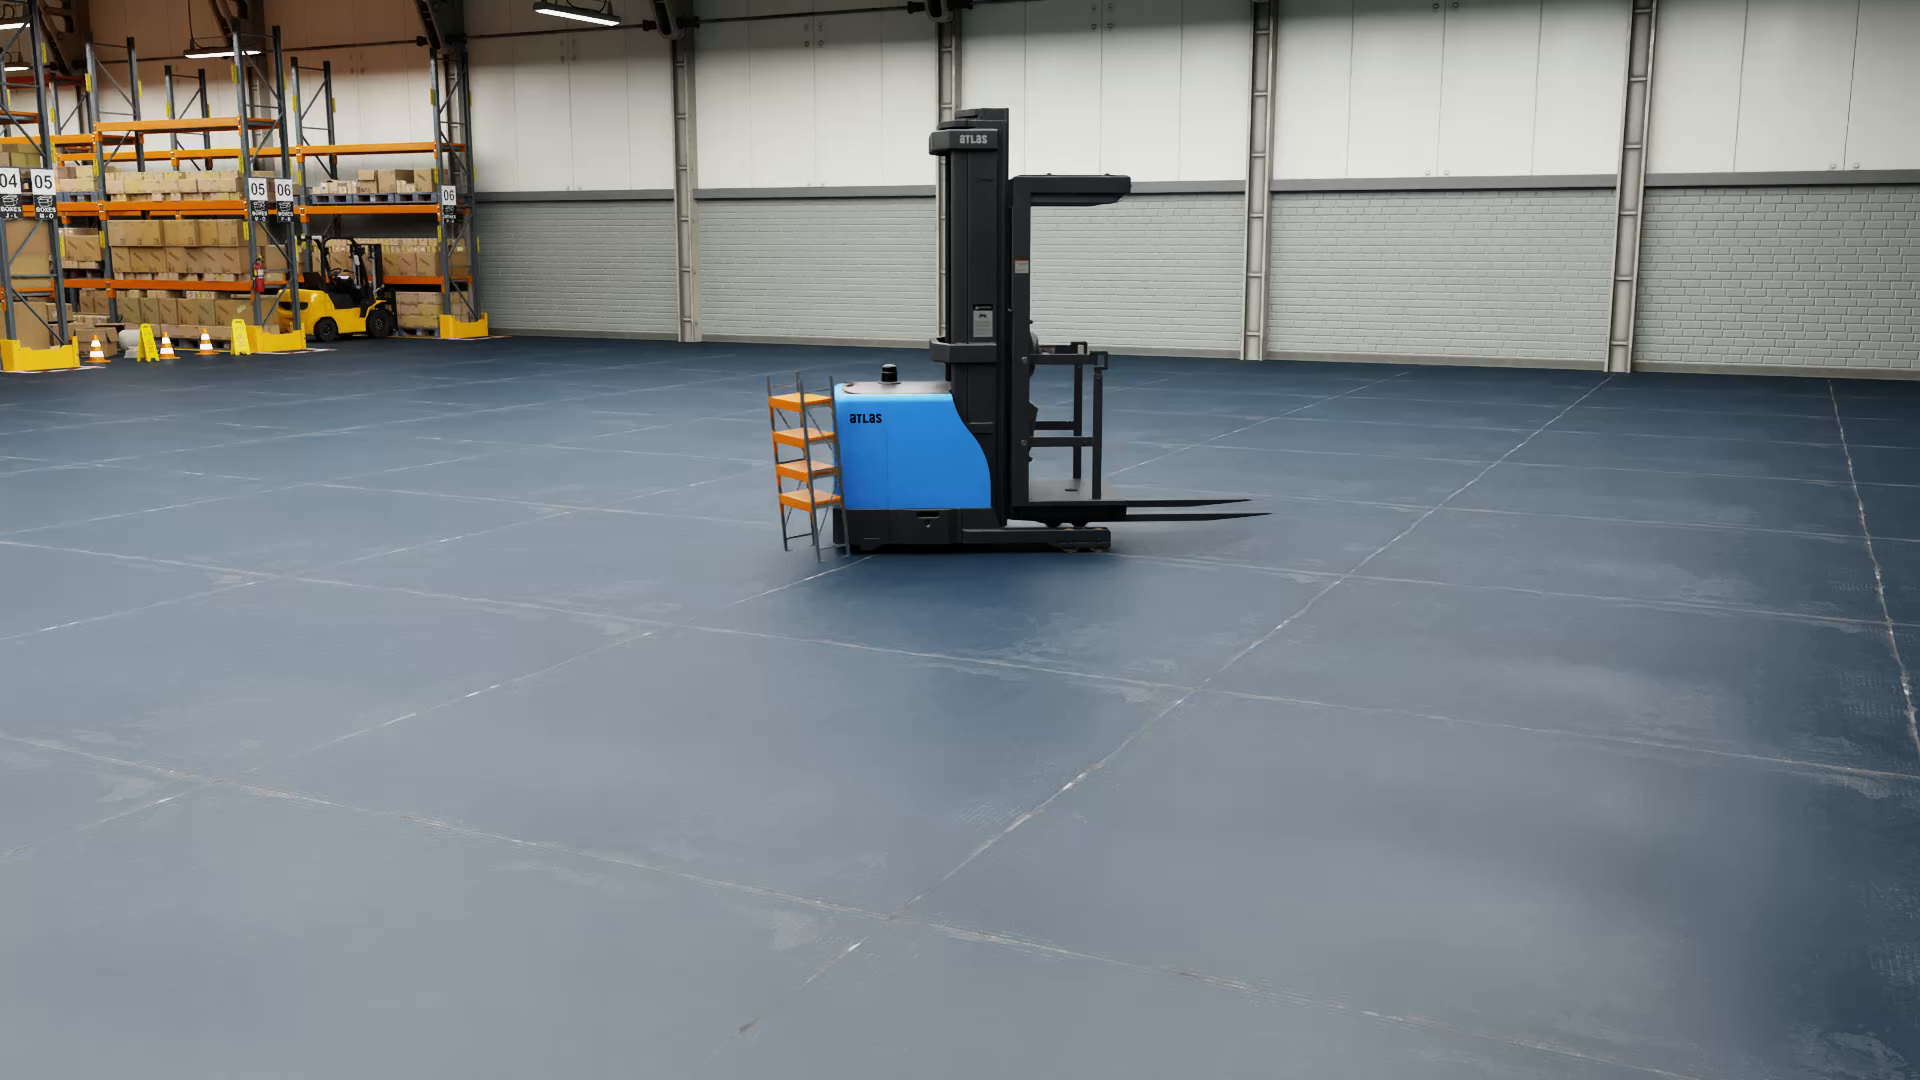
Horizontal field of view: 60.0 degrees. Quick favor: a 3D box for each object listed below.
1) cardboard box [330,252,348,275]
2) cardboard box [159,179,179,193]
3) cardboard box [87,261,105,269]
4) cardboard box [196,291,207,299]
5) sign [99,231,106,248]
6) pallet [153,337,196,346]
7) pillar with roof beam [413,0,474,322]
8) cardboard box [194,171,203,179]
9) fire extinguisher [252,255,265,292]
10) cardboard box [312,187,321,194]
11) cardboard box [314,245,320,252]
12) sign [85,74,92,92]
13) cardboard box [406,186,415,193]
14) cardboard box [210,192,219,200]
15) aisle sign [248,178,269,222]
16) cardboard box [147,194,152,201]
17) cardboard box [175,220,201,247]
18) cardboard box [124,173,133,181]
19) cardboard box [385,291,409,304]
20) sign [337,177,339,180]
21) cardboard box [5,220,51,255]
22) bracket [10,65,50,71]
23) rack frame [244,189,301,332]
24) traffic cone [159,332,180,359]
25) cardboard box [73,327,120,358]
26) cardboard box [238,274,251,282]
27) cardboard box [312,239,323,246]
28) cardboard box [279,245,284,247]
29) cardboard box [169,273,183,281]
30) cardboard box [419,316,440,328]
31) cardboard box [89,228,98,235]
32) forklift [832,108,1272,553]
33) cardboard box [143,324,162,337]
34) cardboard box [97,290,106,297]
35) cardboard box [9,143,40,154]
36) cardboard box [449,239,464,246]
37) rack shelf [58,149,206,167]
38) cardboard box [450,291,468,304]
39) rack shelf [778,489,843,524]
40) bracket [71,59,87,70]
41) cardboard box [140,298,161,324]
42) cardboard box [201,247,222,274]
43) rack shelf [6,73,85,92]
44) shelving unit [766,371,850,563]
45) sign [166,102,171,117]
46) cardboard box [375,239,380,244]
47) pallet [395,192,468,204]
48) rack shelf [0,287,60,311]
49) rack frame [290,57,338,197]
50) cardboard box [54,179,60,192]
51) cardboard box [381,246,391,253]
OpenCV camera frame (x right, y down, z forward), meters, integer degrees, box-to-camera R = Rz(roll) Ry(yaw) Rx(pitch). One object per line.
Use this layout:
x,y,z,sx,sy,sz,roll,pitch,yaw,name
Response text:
-13.577,-6.121,36.846,0.500,0.500,0.500,5,12,27,cardboard box
-14.890,-6.744,31.731,0.500,0.250,0.500,5,11,26,cardboard box
-17.110,-5.473,33.074,0.250,0.149,0.380,5,11,27,cardboard box
-14.356,-4.680,31.781,0.250,0.149,0.380,5,12,27,cardboard box
-16.769,-5.874,32.514,0.005,0.325,0.100,5,11,26,sign
-15.909,-3.974,33.096,1.213,0.211,1.003,5,11,26,pallet
-12.877,-8.335,32.514,0.548,9.000,9.100,5,11,26,pillar with roof beam
-14.246,-6.895,31.448,0.250,0.149,0.380,5,11,26,cardboard box
-13.041,-4.958,30.917,0.183,0.674,0.296,5,11,26,fire extinguisher
-14.066,-7.711,36.736,0.250,0.149,0.380,5,12,27,cardboard box
-14.164,-6.488,37.053,0.250,0.149,0.380,5,11,25,cardboard box
-16.767,-8.794,31.985,0.005,0.325,0.100,5,11,26,sign
-11.624,-7.496,35.550,0.250,0.149,0.380,5,11,24,cardboard box
-13.844,-6.455,31.256,0.250,0.149,0.380,5,12,28,cardboard box
-13.012,-6.306,30.852,0.004,0.787,0.394,5,11,26,aisle sign
-15.433,-6.602,32.068,0.250,0.149,0.380,5,11,24,cardboard box
-14.448,-5.836,31.630,0.500,0.500,0.700,5,11,25,cardboard box
-15.910,-7.023,32.157,0.250,0.149,0.380,5,11,24,cardboard box
-12.215,-5.281,36.220,0.500,0.250,0.500,5,11,27,cardboard box
-14.090,-8.045,37.661,0.005,0.325,0.100,5,11,26,sign
-15.355,-4.920,27.041,0.550,0.550,0.875,5,11,26,cardboard box
-24.573,-11.918,42.206,4.783,0.066,0.076,5,11,26,bracket
-12.940,-5.078,31.367,0.127,3.000,1.000,5,11,26,rack frame
-14.082,-3.454,29.514,0.334,0.463,0.336,5,11,26,traffic cone
-15.635,-3.584,30.120,0.637,0.503,0.797,-2,11,-14,cardboard box
-13.370,-4.950,31.363,0.250,0.149,0.380,5,12,28,cardboard box
-14.179,-6.629,36.997,0.250,0.149,0.380,5,12,27,cardboard box
-15.174,-6.592,37.626,0.250,0.149,0.380,5,11,26,cardboard box
-15.005,-5.076,32.060,0.250,0.149,0.380,5,11,26,cardboard box
-11.308,-4.712,35.882,0.500,0.250,0.500,5,11,26,cardboard box
-17.812,-6.278,33.877,0.250,0.149,0.380,6,12,29,cardboard box
0.626,-1.449,11.508,3.031,2.935,1.130,-1,10,-4,forklift
-15.633,-4.117,32.598,0.500,0.250,0.500,6,12,29,cardboard box
-20.786,-6.014,40.556,0.250,0.149,0.380,4,11,23,cardboard box
-15.198,-6.358,27.019,0.250,0.149,0.380,5,11,26,cardboard box
-10.953,-6.447,35.990,0.250,0.149,0.380,5,11,25,cardboard box
-19.715,-9.061,39.668,4.000,0.370,1.077,5,11,26,rack shelf
-11.094,-5.285,36.243,0.500,0.250,0.500,5,11,25,cardboard box
-0.987,-0.234,11.081,0.258,0.148,0.480,-12,15,-30,rack shelf
-21.519,-11.650,40.723,0.430,0.232,0.235,5,11,26,bracket
-15.632,-4.486,32.531,0.500,0.500,0.500,6,12,28,cardboard box
-13.995,-5.313,31.547,0.500,0.500,0.500,5,11,26,cardboard box
-23.302,-11.208,41.078,4.000,0.370,1.077,5,11,26,rack shelf
-1.008,-0.492,11.021,0.258,1.200,0.503,-12,15,-30,shelving unit
-18.152,-9.865,38.124,0.005,0.325,0.100,5,11,26,sign
-12.539,-6.501,36.288,0.250,0.149,0.380,5,11,27,cardboard box
-11.369,-7.364,35.820,1.213,0.211,1.003,5,11,26,pallet
-16.833,-4.083,27.890,4.000,0.370,1.077,5,11,26,rack shelf
-14.334,-9.139,36.956,0.127,3.000,1.000,5,11,26,rack frame
-18.023,-7.106,33.392,0.500,0.250,0.500,5,11,27,cardboard box
-12.343,-6.319,36.123,0.250,0.149,0.380,5,11,26,cardboard box
